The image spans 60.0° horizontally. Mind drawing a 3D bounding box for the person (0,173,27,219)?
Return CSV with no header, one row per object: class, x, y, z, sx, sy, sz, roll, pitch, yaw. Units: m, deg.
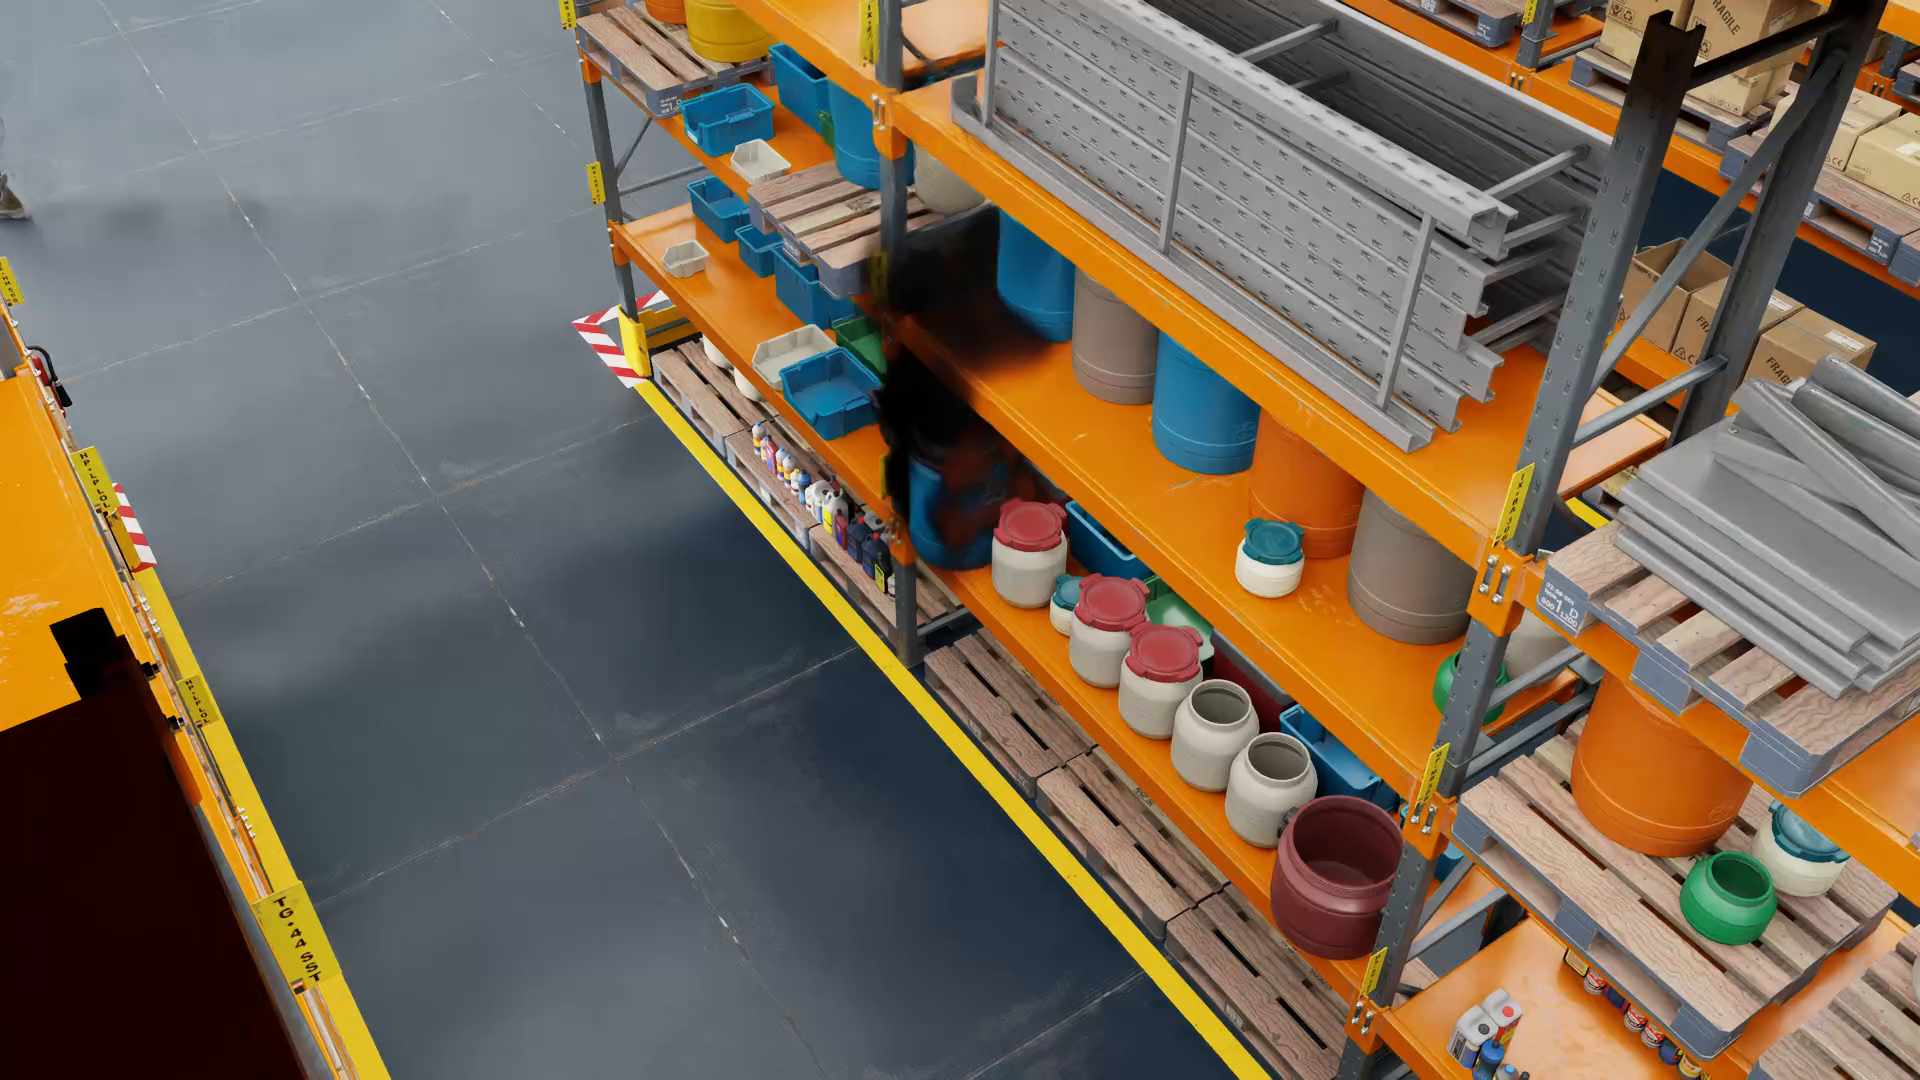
person,-8.692,-3.540,14.327,0.723,1.728,0.756,-1,43,-1
